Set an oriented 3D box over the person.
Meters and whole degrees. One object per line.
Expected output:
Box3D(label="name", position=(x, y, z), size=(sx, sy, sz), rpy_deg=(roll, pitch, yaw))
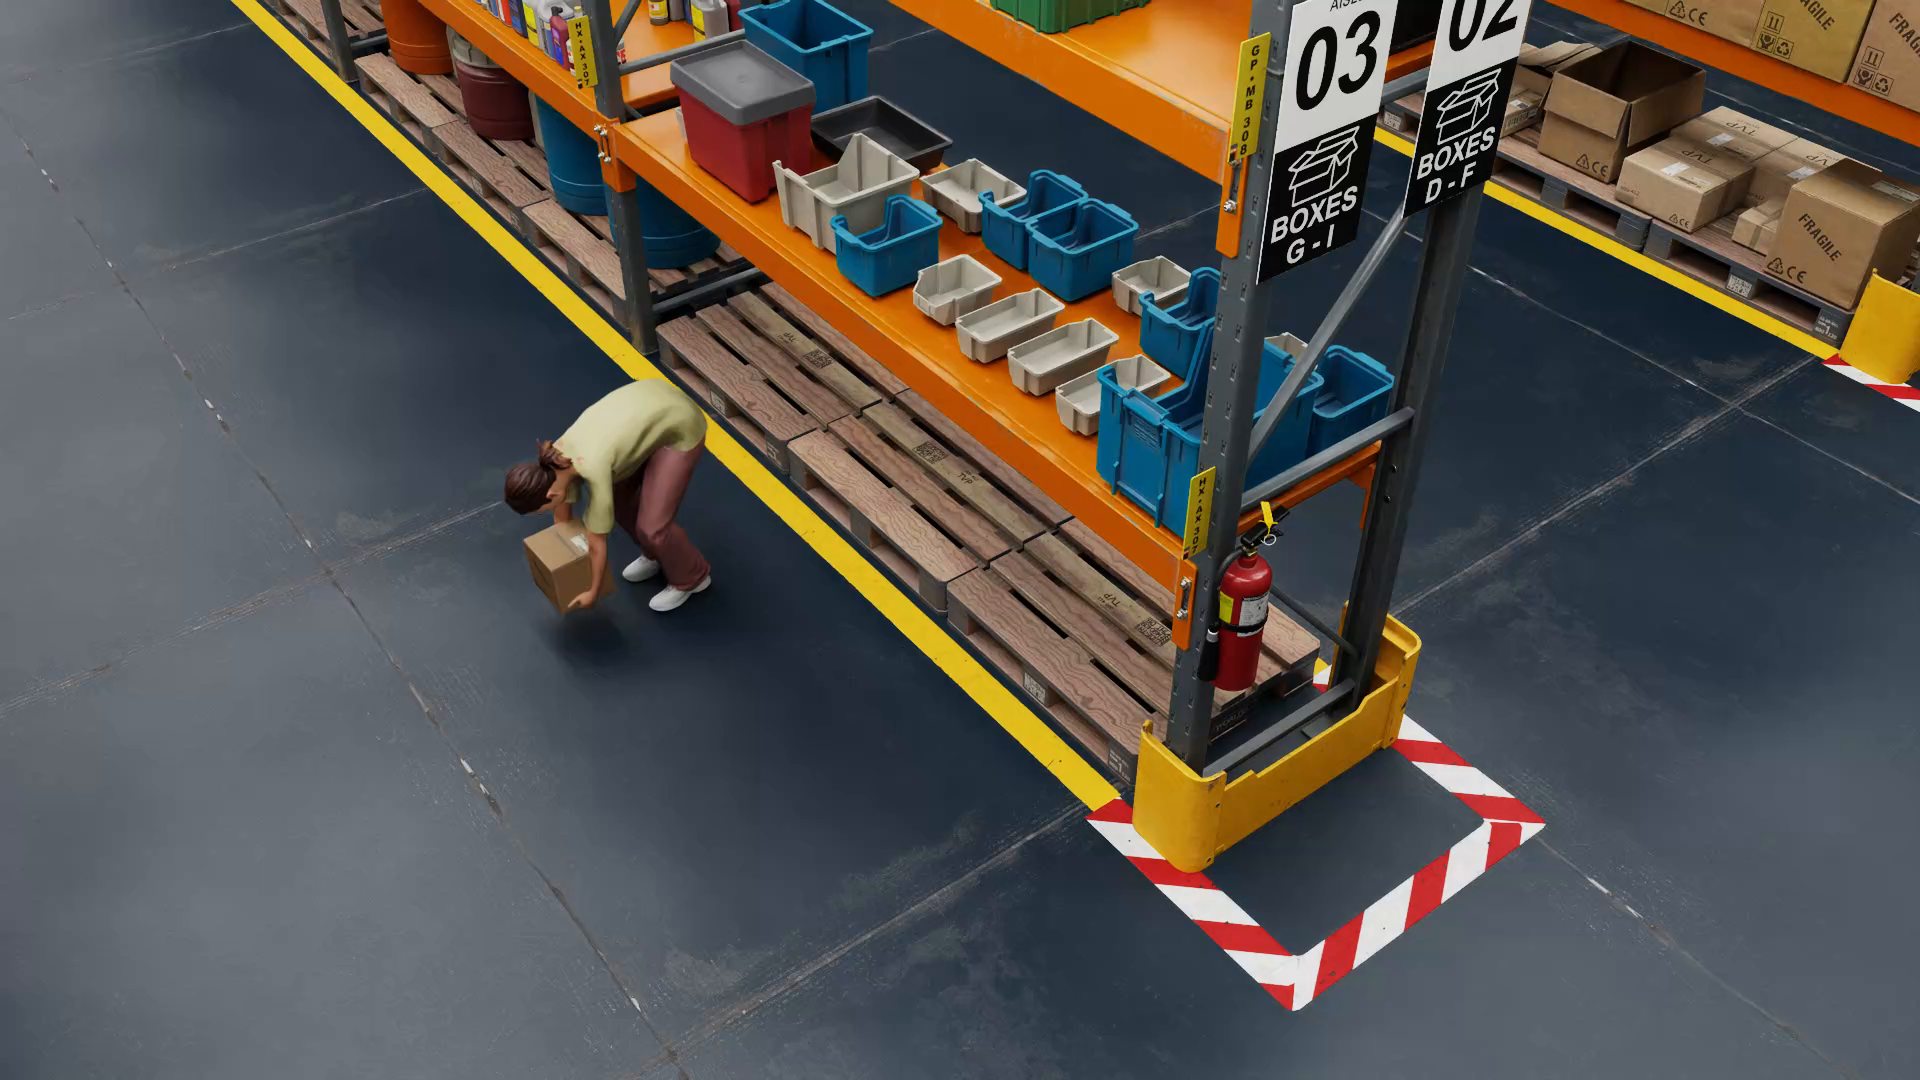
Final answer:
Box3D(label="person", position=(-1.415, -0.115, 6.816), size=(0.866, 0.997, 0.446), rpy_deg=(-28, 48, -29))
